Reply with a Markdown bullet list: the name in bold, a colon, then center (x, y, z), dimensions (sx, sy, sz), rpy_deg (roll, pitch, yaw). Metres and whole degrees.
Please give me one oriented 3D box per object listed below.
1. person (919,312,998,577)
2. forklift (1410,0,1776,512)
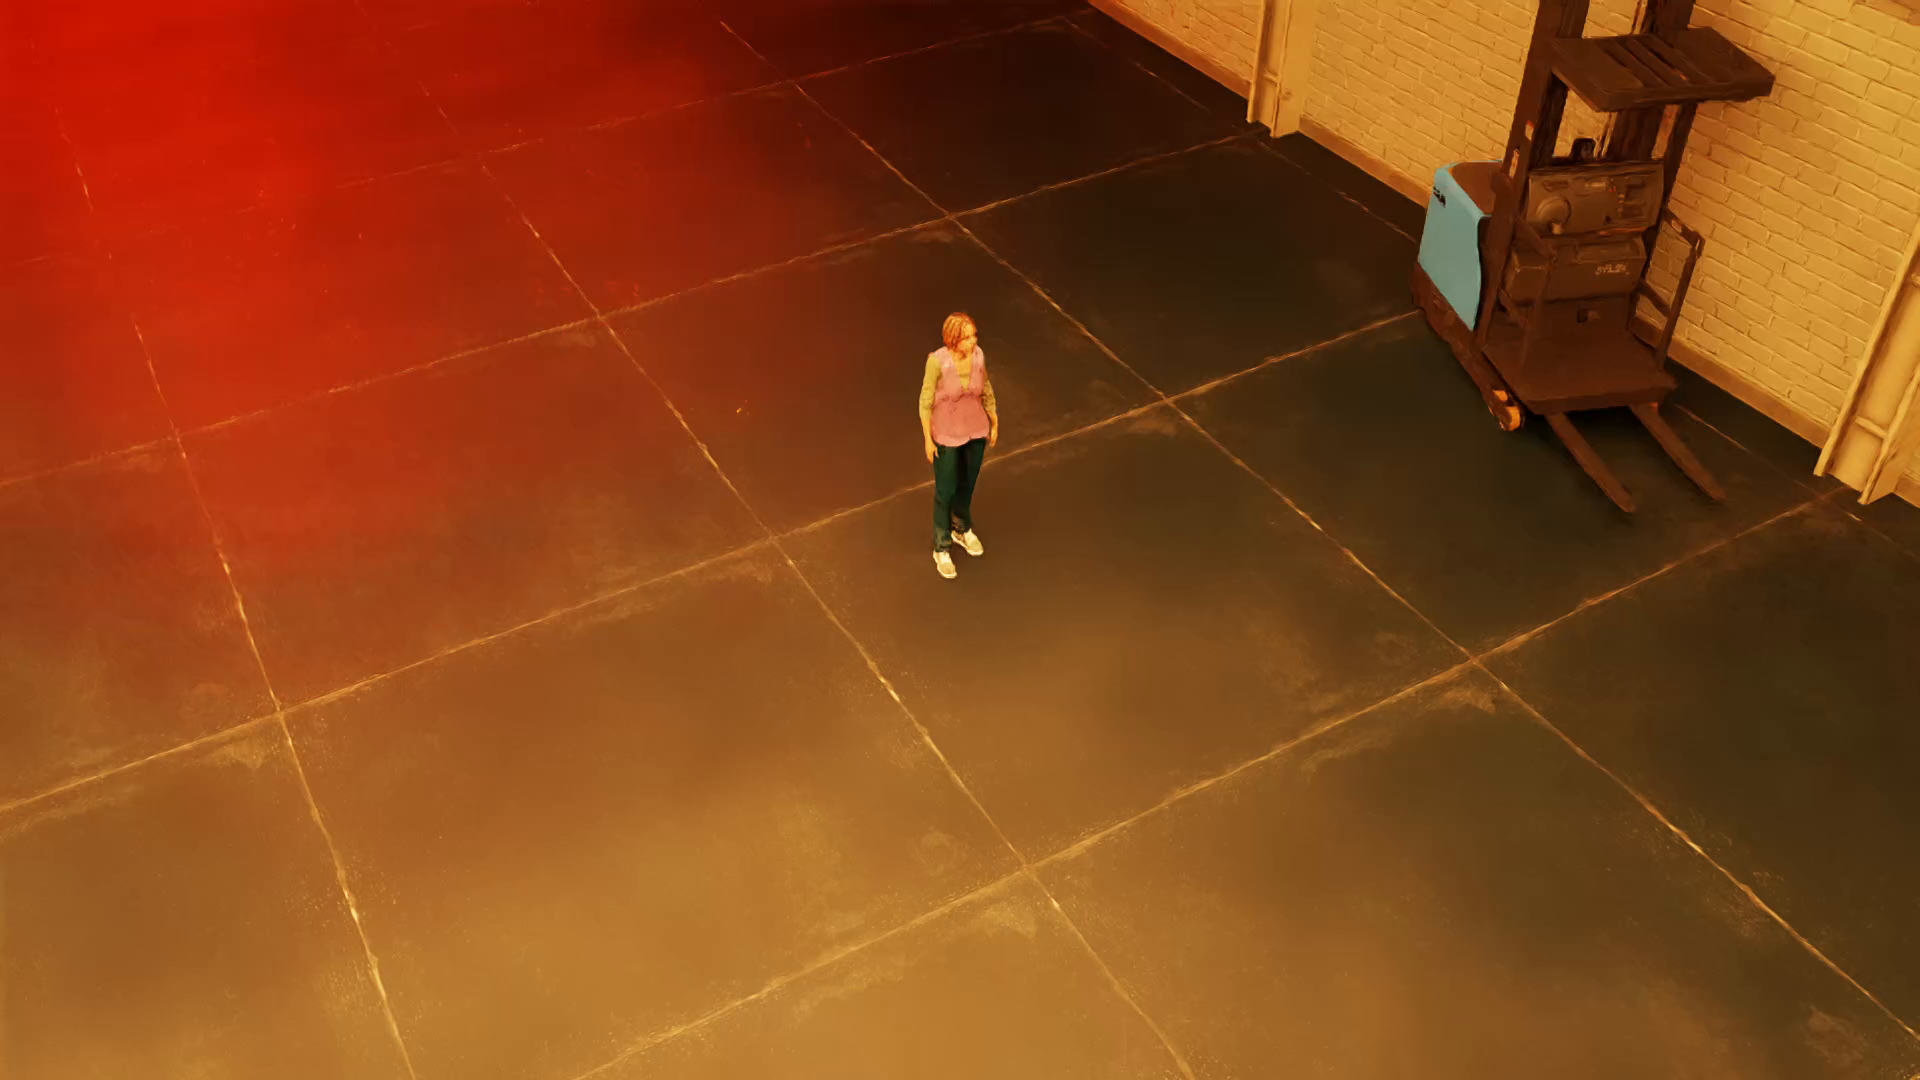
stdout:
- **person**: center (0.025, -0.575, 9.763), dimensions (0.520, 1.597, 0.474), rpy_deg (-20, 44, -23)
- **forklift**: center (4.147, -2.121, 10.593), dimensions (1.130, 2.935, 3.031), rpy_deg (-7, 40, -8)
